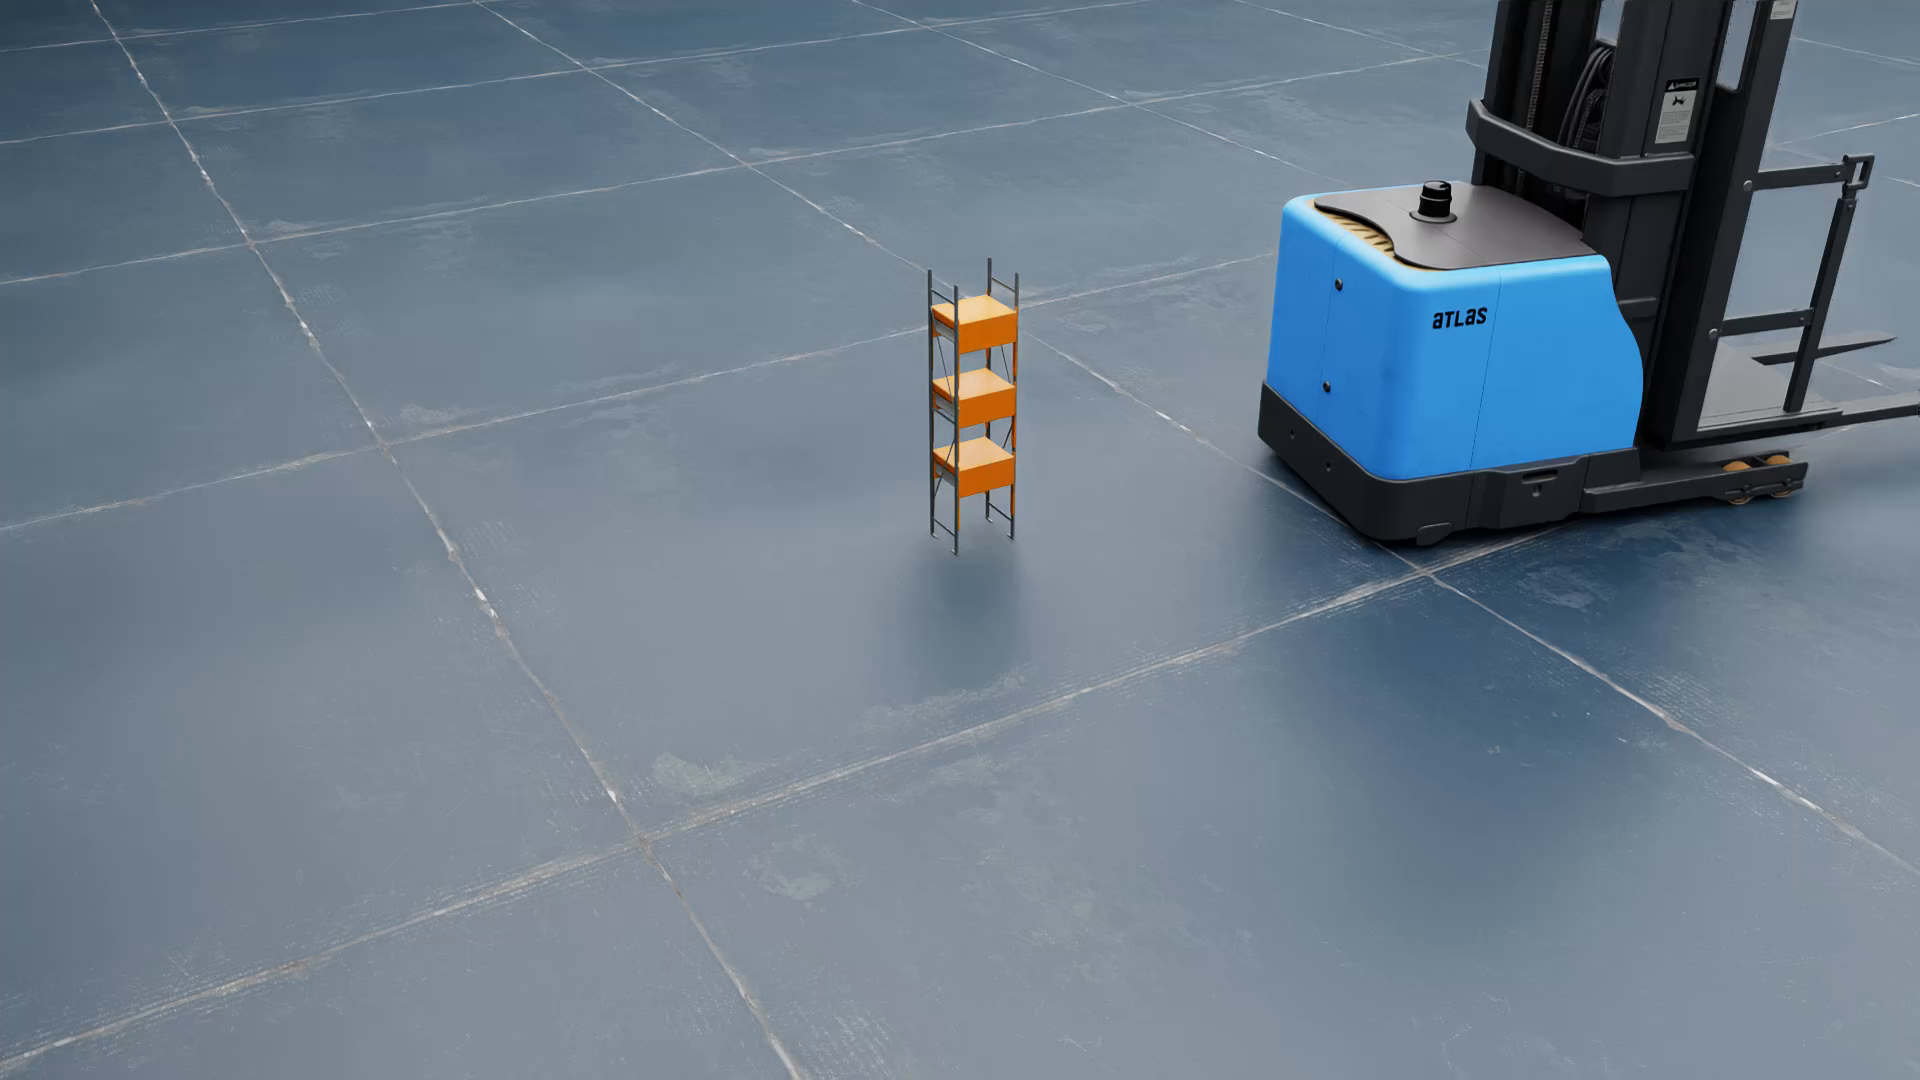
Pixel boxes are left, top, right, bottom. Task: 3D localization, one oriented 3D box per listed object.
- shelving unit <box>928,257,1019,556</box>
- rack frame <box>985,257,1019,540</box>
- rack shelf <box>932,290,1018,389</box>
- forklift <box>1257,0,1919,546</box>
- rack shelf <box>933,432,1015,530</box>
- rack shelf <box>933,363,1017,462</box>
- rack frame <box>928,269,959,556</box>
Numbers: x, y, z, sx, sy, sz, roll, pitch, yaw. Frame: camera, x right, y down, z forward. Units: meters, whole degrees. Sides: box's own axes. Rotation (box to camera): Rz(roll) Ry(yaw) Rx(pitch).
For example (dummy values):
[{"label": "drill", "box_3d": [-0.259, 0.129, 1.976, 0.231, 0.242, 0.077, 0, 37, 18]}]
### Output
[{"label": "shelving unit", "box_3d": [0.046, -0.473, 6.020, 0.252, 1.050, 0.215, -16, 33, -26]}, {"label": "rack frame", "box_3d": [0.151, -0.503, 6.074, 0.008, 1.050, 0.200, -16, 33, -26]}, {"label": "rack shelf", "box_3d": [0.046, -0.712, 5.888, 0.240, 0.259, 0.215, -16, 33, -26]}, {"label": "forklift", "box_3d": [2.809, -1.657, 6.219, 3.031, 2.935, 1.130, -8, 30, -14]}, {"label": "rack shelf", "box_3d": [0.046, -0.220, 6.159, 0.240, 0.259, 0.215, -16, 33, -26]}, {"label": "rack shelf", "box_3d": [0.046, -0.463, 6.025, 0.240, 0.259, 0.215, -16, 33, -26]}, {"label": "rack frame", "box_3d": [-0.059, -0.443, 5.966, 0.008, 1.050, 0.200, -16, 33, -26]}]
